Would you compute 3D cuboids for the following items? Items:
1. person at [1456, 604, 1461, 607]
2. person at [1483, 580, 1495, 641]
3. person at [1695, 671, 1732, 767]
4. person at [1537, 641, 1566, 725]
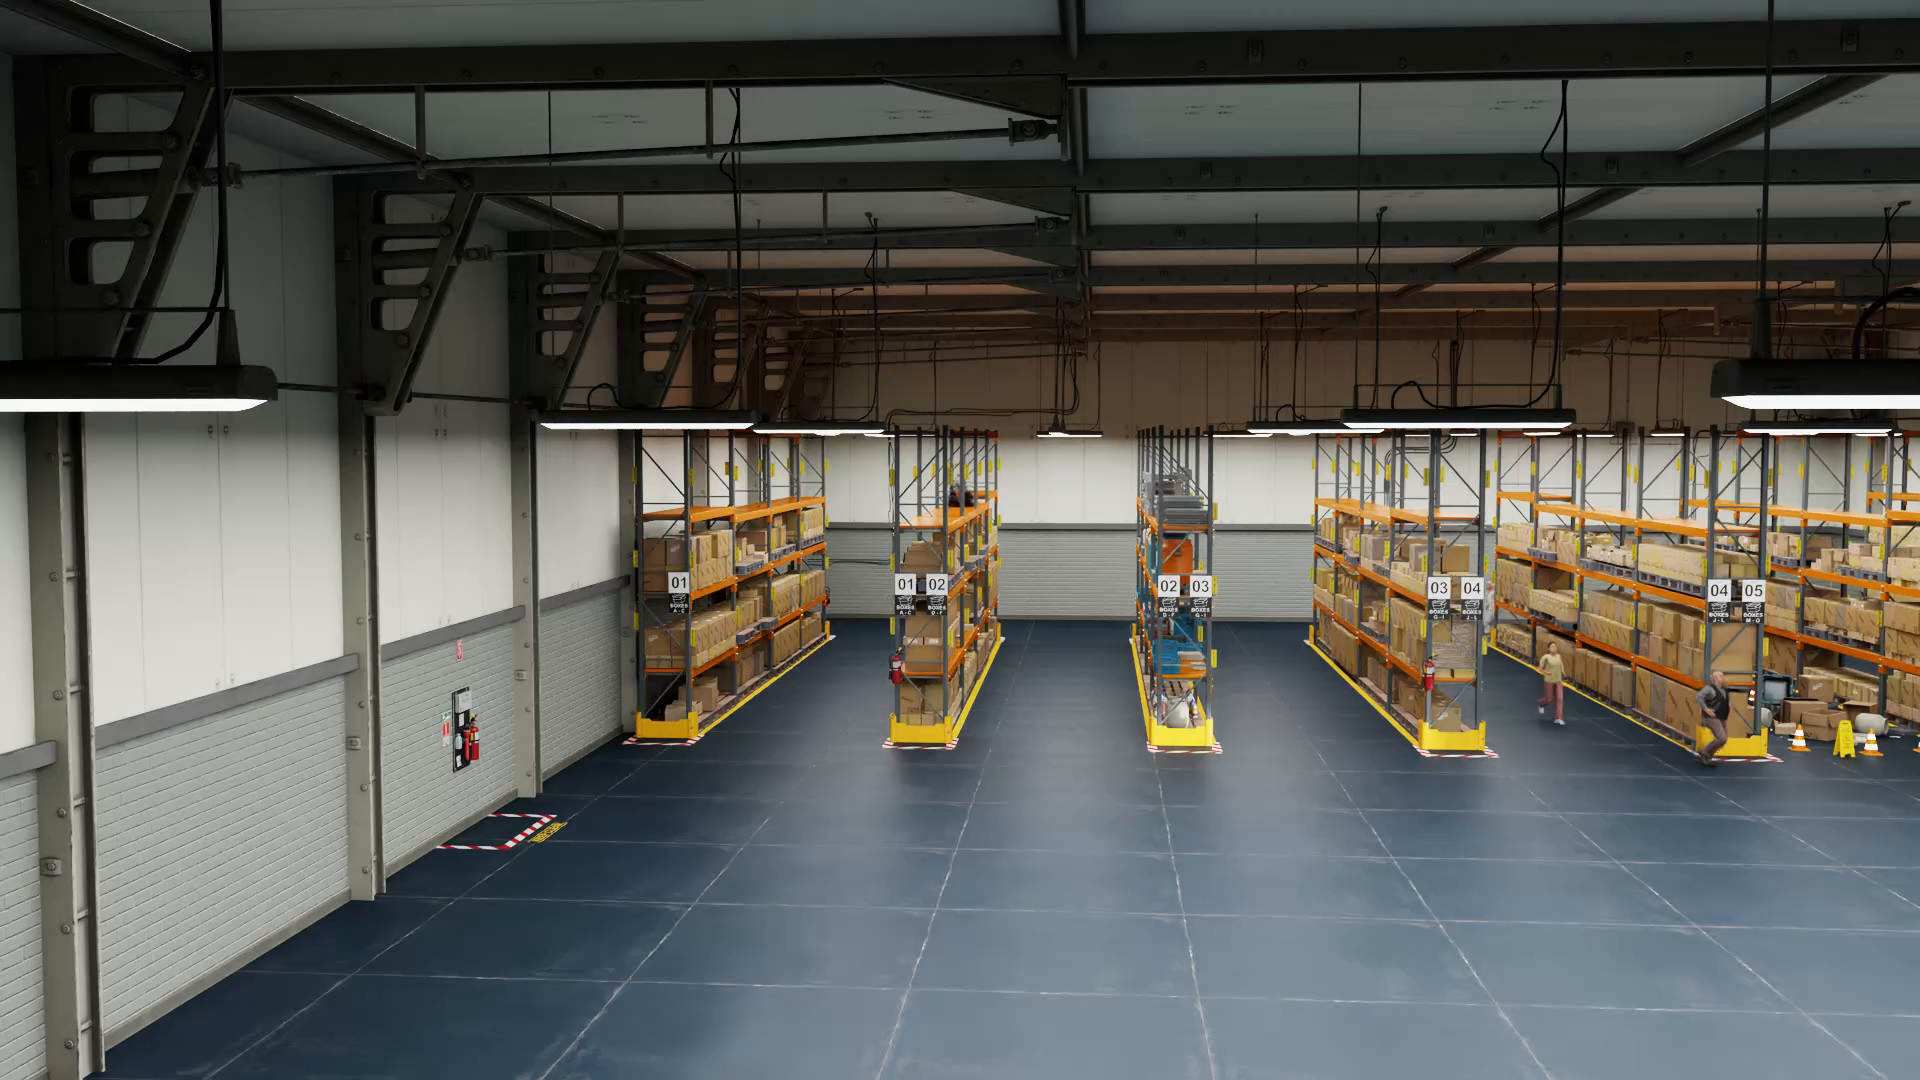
[{"bbox_3d":[14.226,2.052,47.113,0.663,1.669,0.543,-2,4,-28],"label":"person"},{"bbox_3d":[15.004,2.022,47.172,0.563,1.747,0.622,-1,4,-17],"label":"person"},{"bbox_3d":[13.217,3.130,29.012,0.691,1.677,0.541,-2,4,-30],"label":"person"},{"bbox_3d":[12.018,2.870,33.684,0.592,1.633,0.970,0,3,-6],"label":"person"}]
